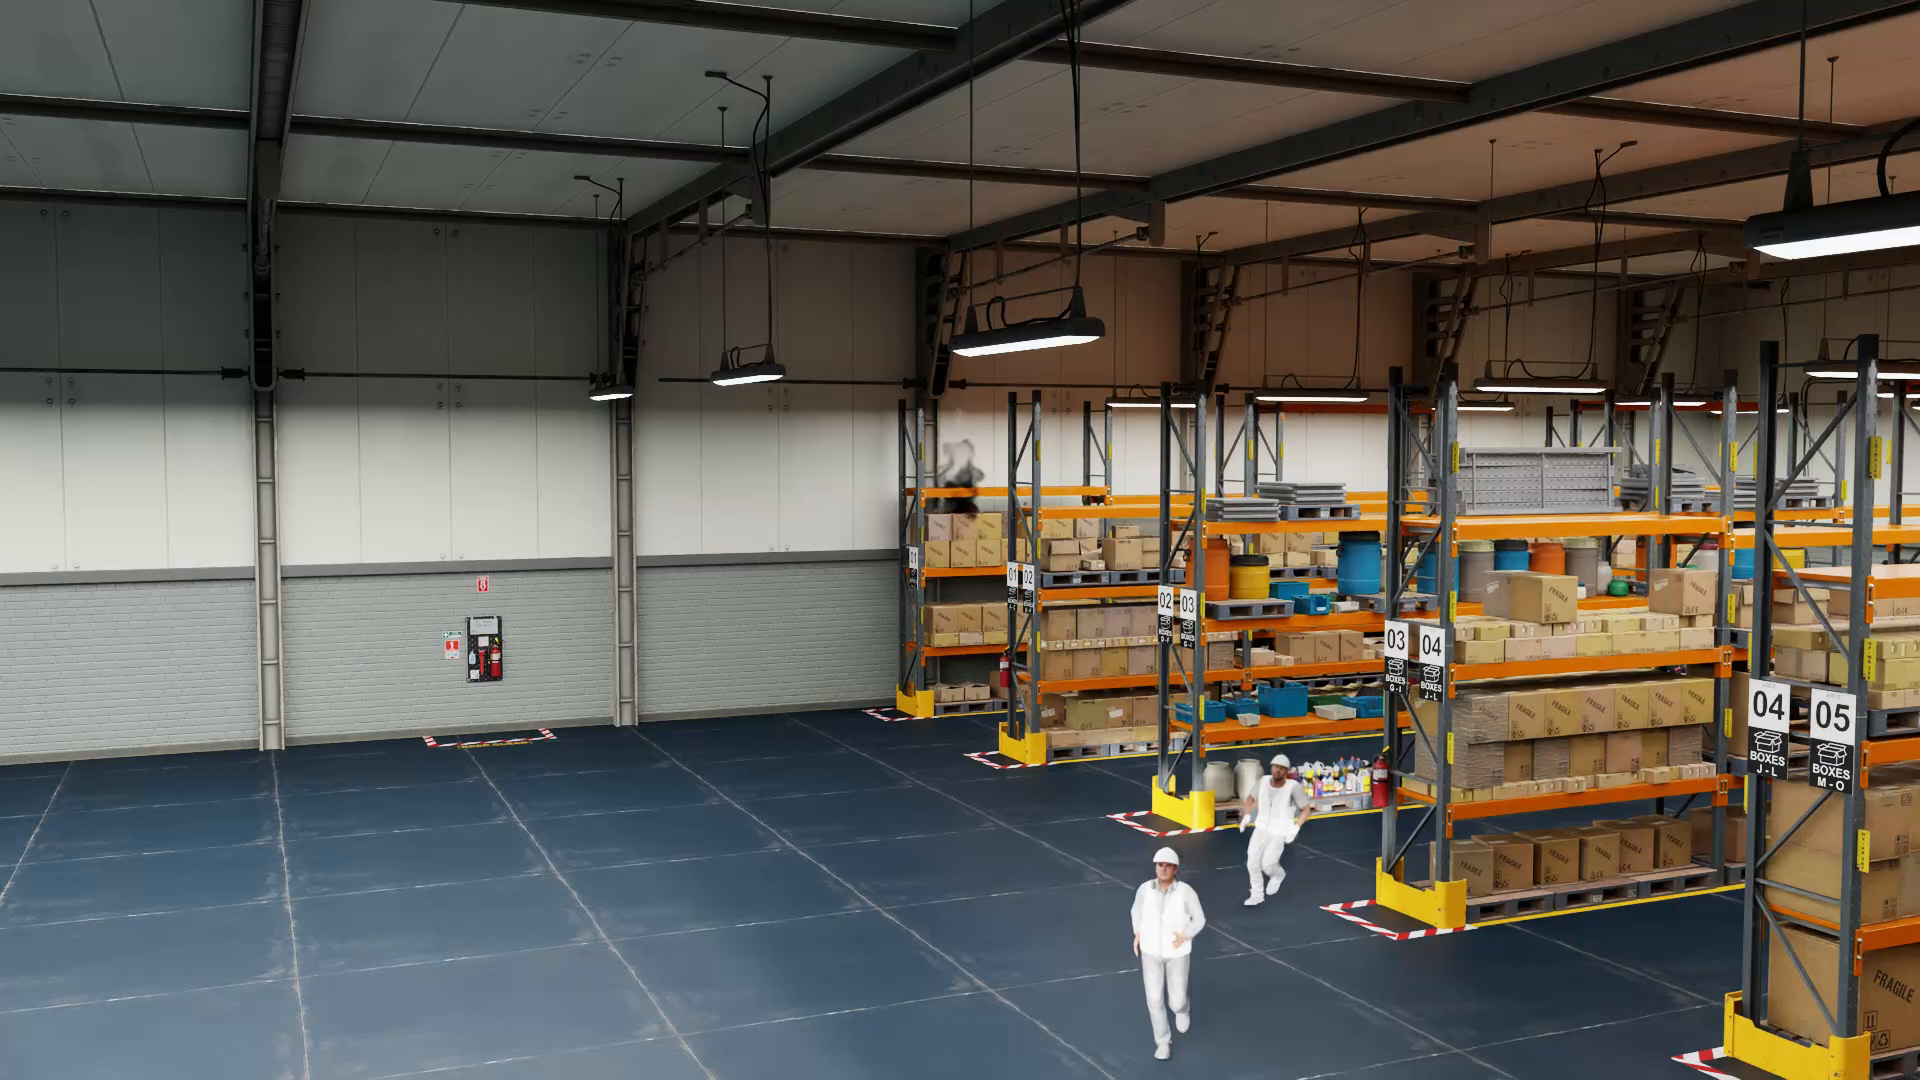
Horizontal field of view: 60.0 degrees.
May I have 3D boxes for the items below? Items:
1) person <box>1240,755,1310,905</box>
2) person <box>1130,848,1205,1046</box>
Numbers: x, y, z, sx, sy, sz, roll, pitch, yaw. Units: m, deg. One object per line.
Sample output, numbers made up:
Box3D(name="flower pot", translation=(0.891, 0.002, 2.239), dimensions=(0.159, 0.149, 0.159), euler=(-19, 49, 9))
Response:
Box3D(name="person", translation=(3.493, 3.226, 18.480), dimensions=(0.736, 1.716, 0.556), euler=(3, 4, 37))
Box3D(name="person", translation=(1.743, 3.443, 14.096), dimensions=(0.656, 1.680, 0.648), euler=(1, 4, 19))
